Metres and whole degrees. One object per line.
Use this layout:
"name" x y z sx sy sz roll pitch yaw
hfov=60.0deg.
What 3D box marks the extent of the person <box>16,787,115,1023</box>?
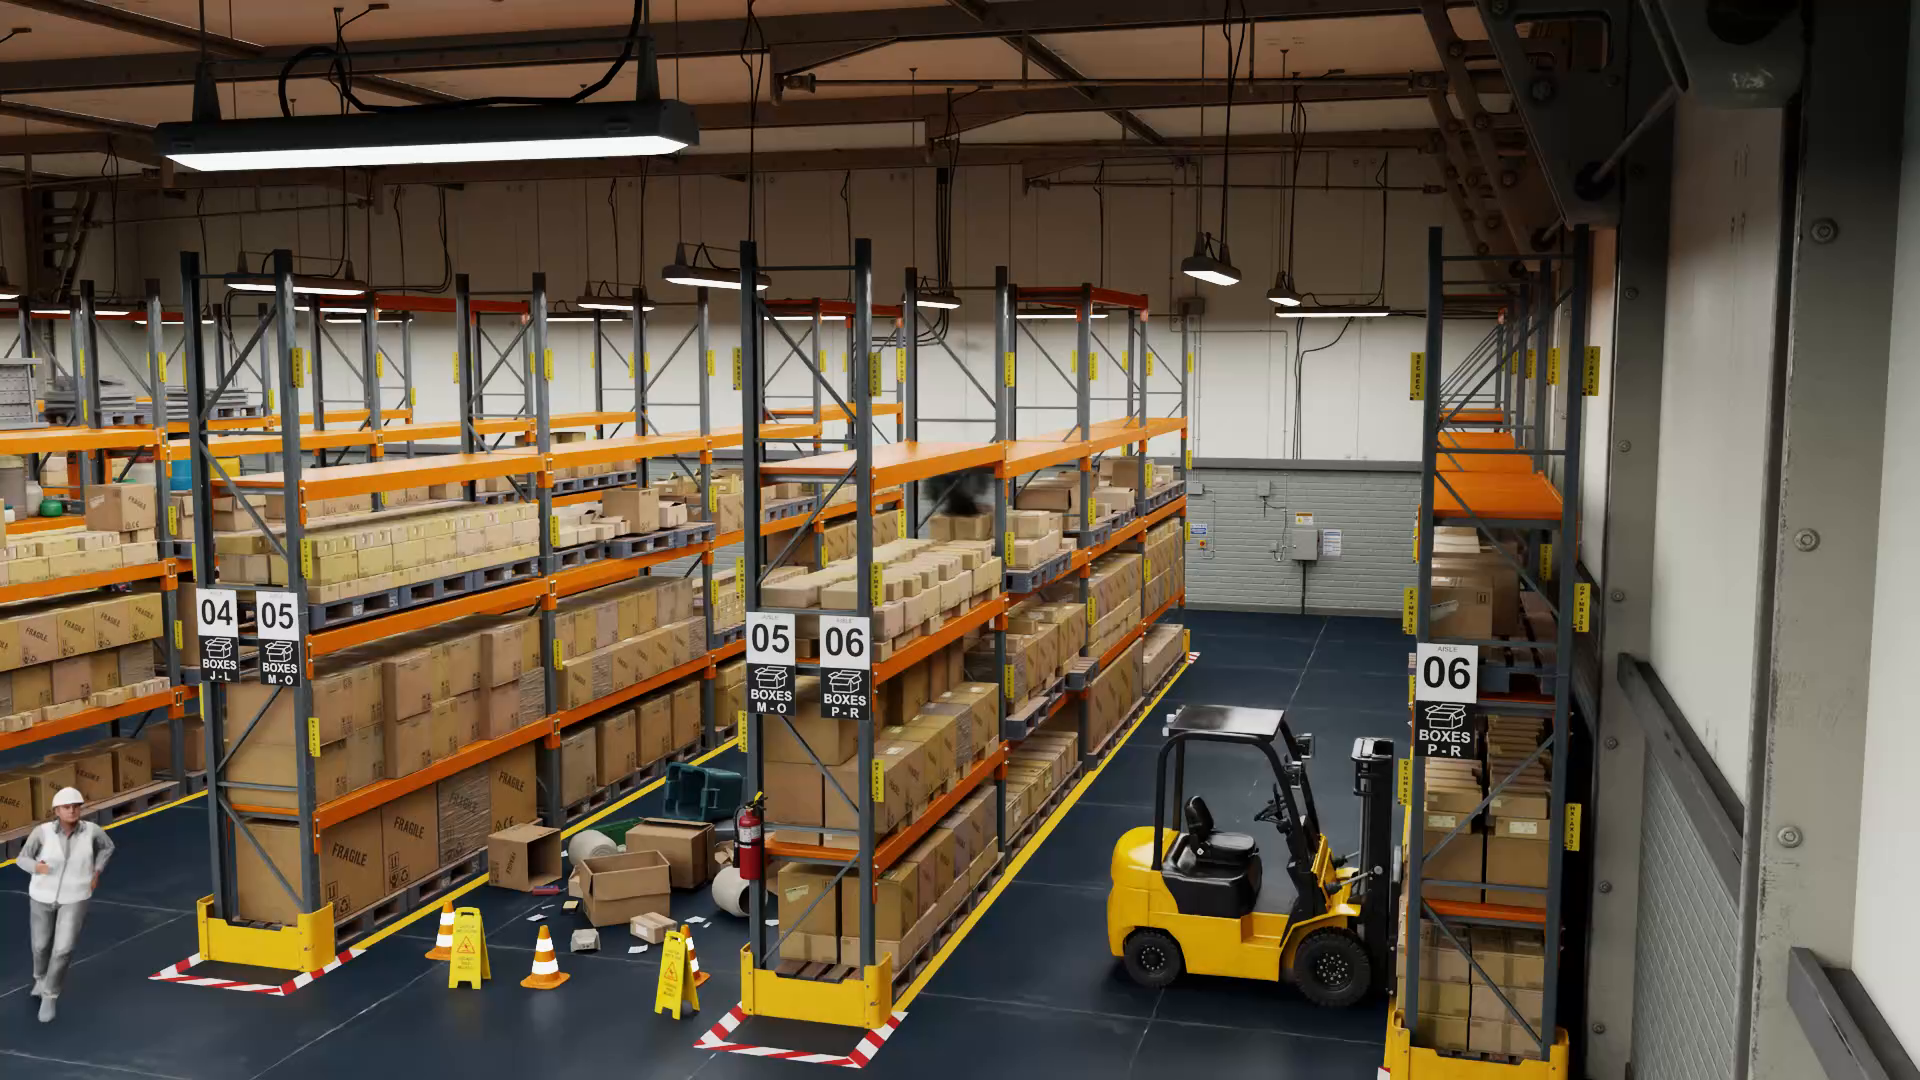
"person" -7.070 2.839 13.164 0.661 1.800 0.731 -2 7 -19
